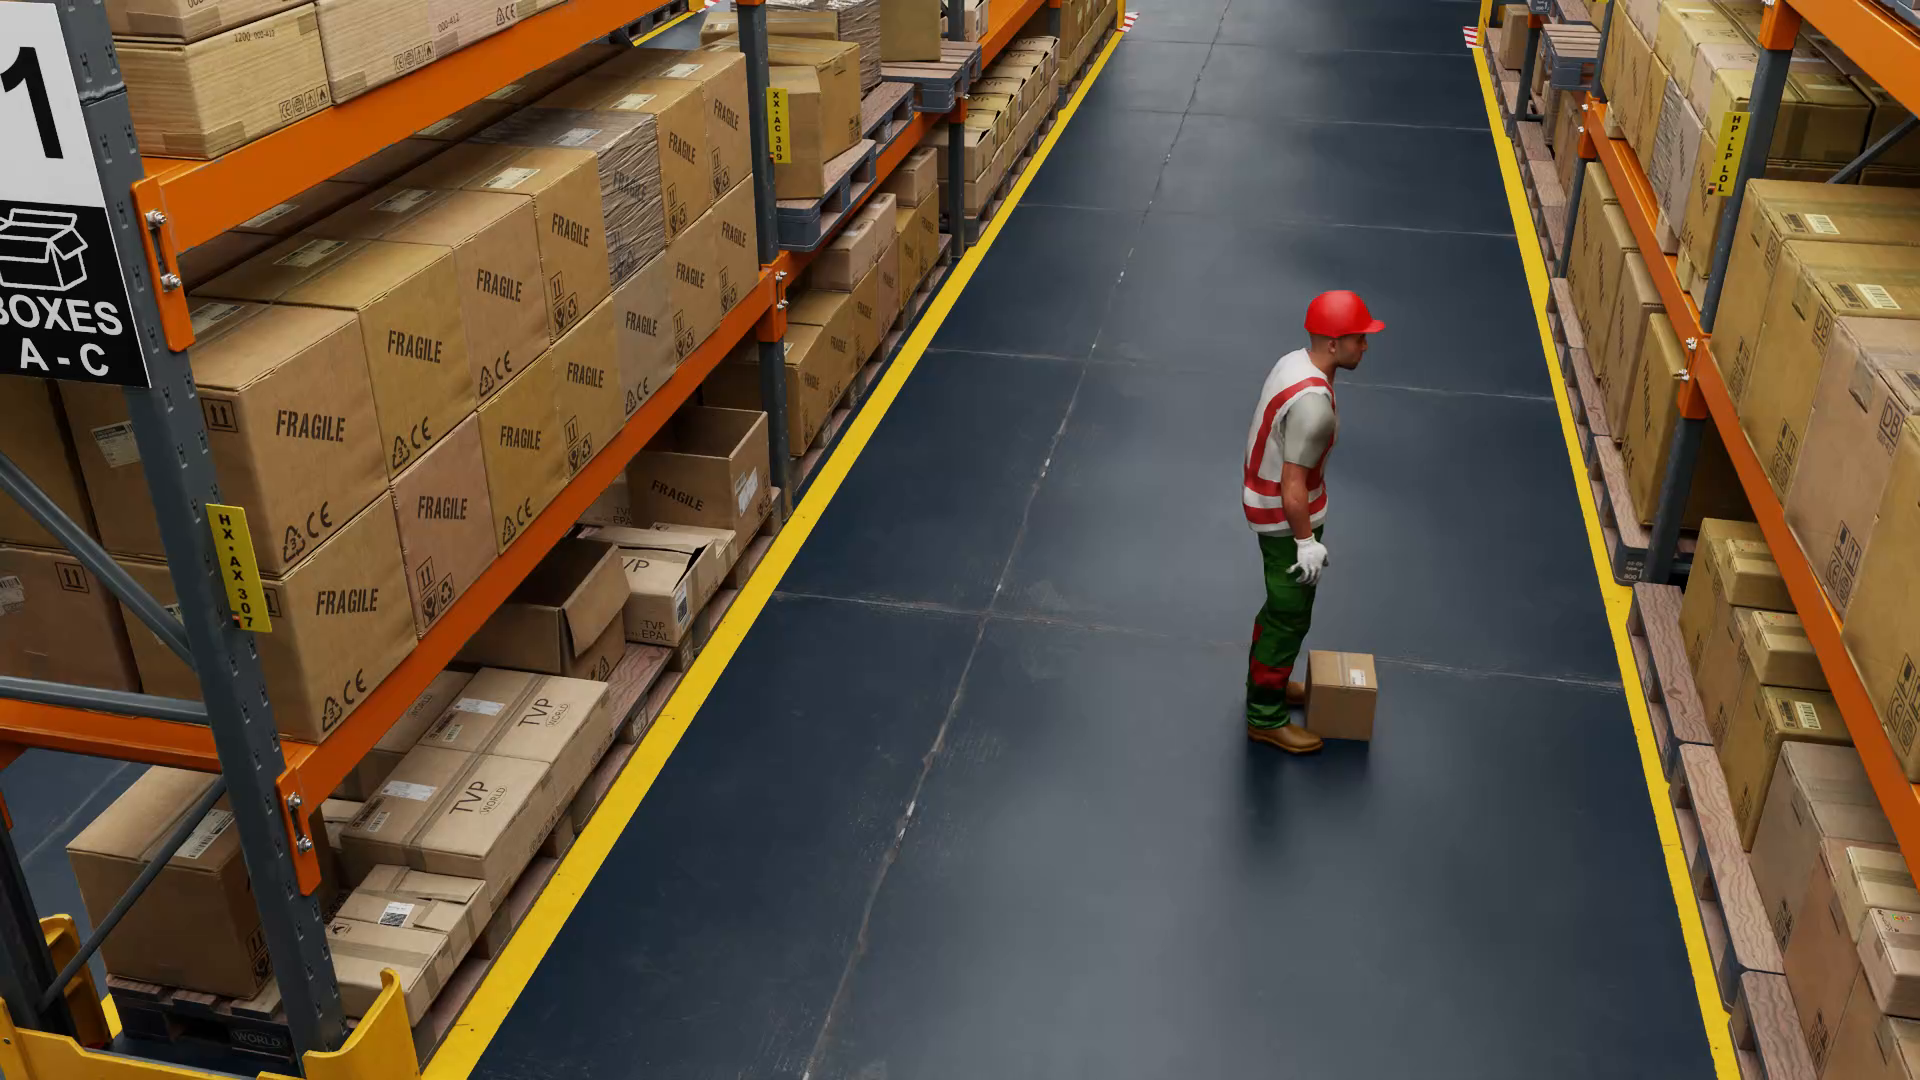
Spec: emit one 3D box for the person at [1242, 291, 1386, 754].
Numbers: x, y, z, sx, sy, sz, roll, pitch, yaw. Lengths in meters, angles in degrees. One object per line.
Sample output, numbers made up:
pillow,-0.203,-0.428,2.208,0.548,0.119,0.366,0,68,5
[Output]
person,1.282,-0.086,6.264,0.448,1.780,0.623,5,29,9
